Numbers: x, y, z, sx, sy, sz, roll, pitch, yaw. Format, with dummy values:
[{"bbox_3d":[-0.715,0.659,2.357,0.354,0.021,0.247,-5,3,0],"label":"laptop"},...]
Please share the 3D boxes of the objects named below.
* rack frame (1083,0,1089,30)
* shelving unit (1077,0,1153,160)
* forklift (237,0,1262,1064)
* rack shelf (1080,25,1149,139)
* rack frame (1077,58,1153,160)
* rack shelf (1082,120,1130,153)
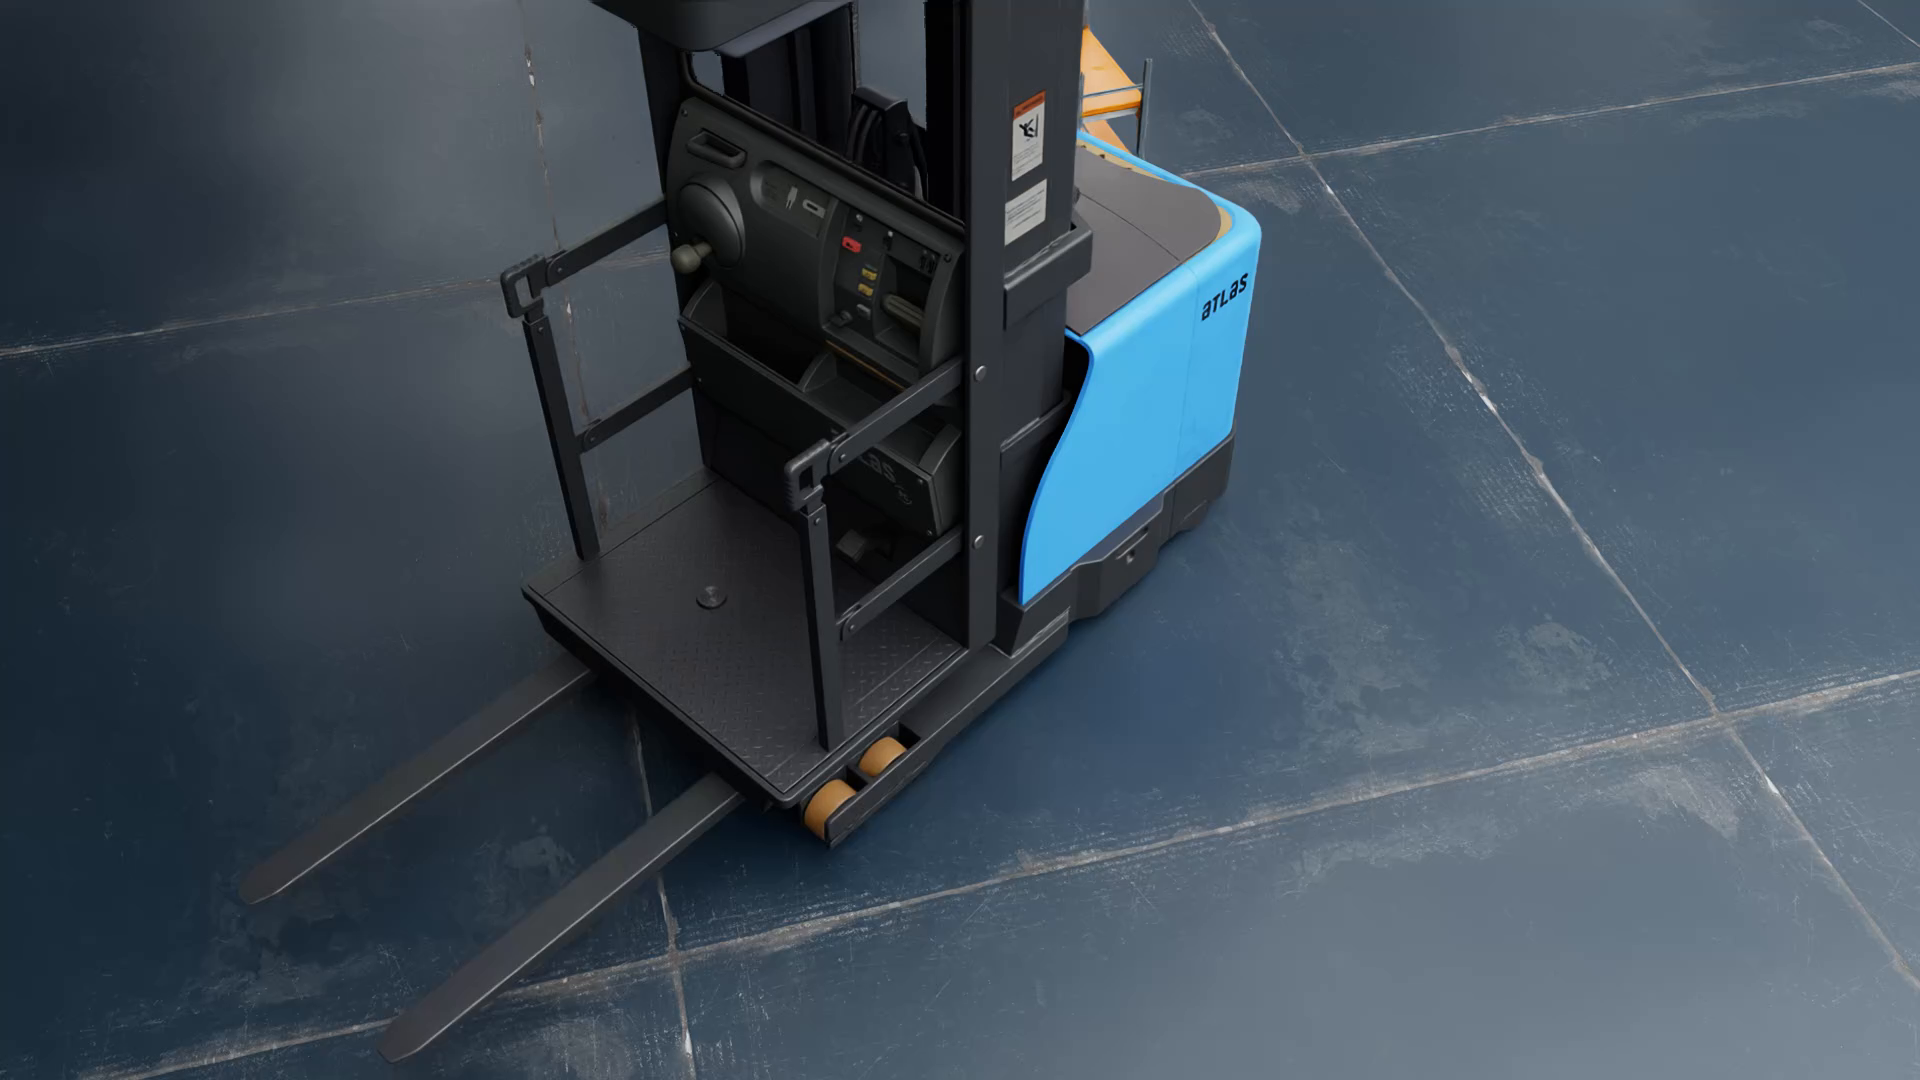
[{"bbox_3d":[0.299,-1.320,5.704,0.240,1.200,0.015,-14,47,-13],"label":"rack frame"},{"bbox_3d":[0.380,-1.156,5.543,0.258,1.200,0.503,-14,47,-13],"label":"shelving unit"},{"bbox_3d":[-0.509,-0.636,3.821,1.130,2.935,3.031,33,54,28],"label":"forklift"},{"bbox_3d":[0.380,-1.431,5.262,0.258,0.148,0.480,-14,47,-13],"label":"rack shelf"},{"bbox_3d":[0.461,-0.991,5.382,0.240,1.200,0.015,-14,47,-13],"label":"rack frame"},{"bbox_3d":[0.380,-1.265,5.431,0.258,0.148,0.480,-14,47,-13],"label":"rack shelf"}]
